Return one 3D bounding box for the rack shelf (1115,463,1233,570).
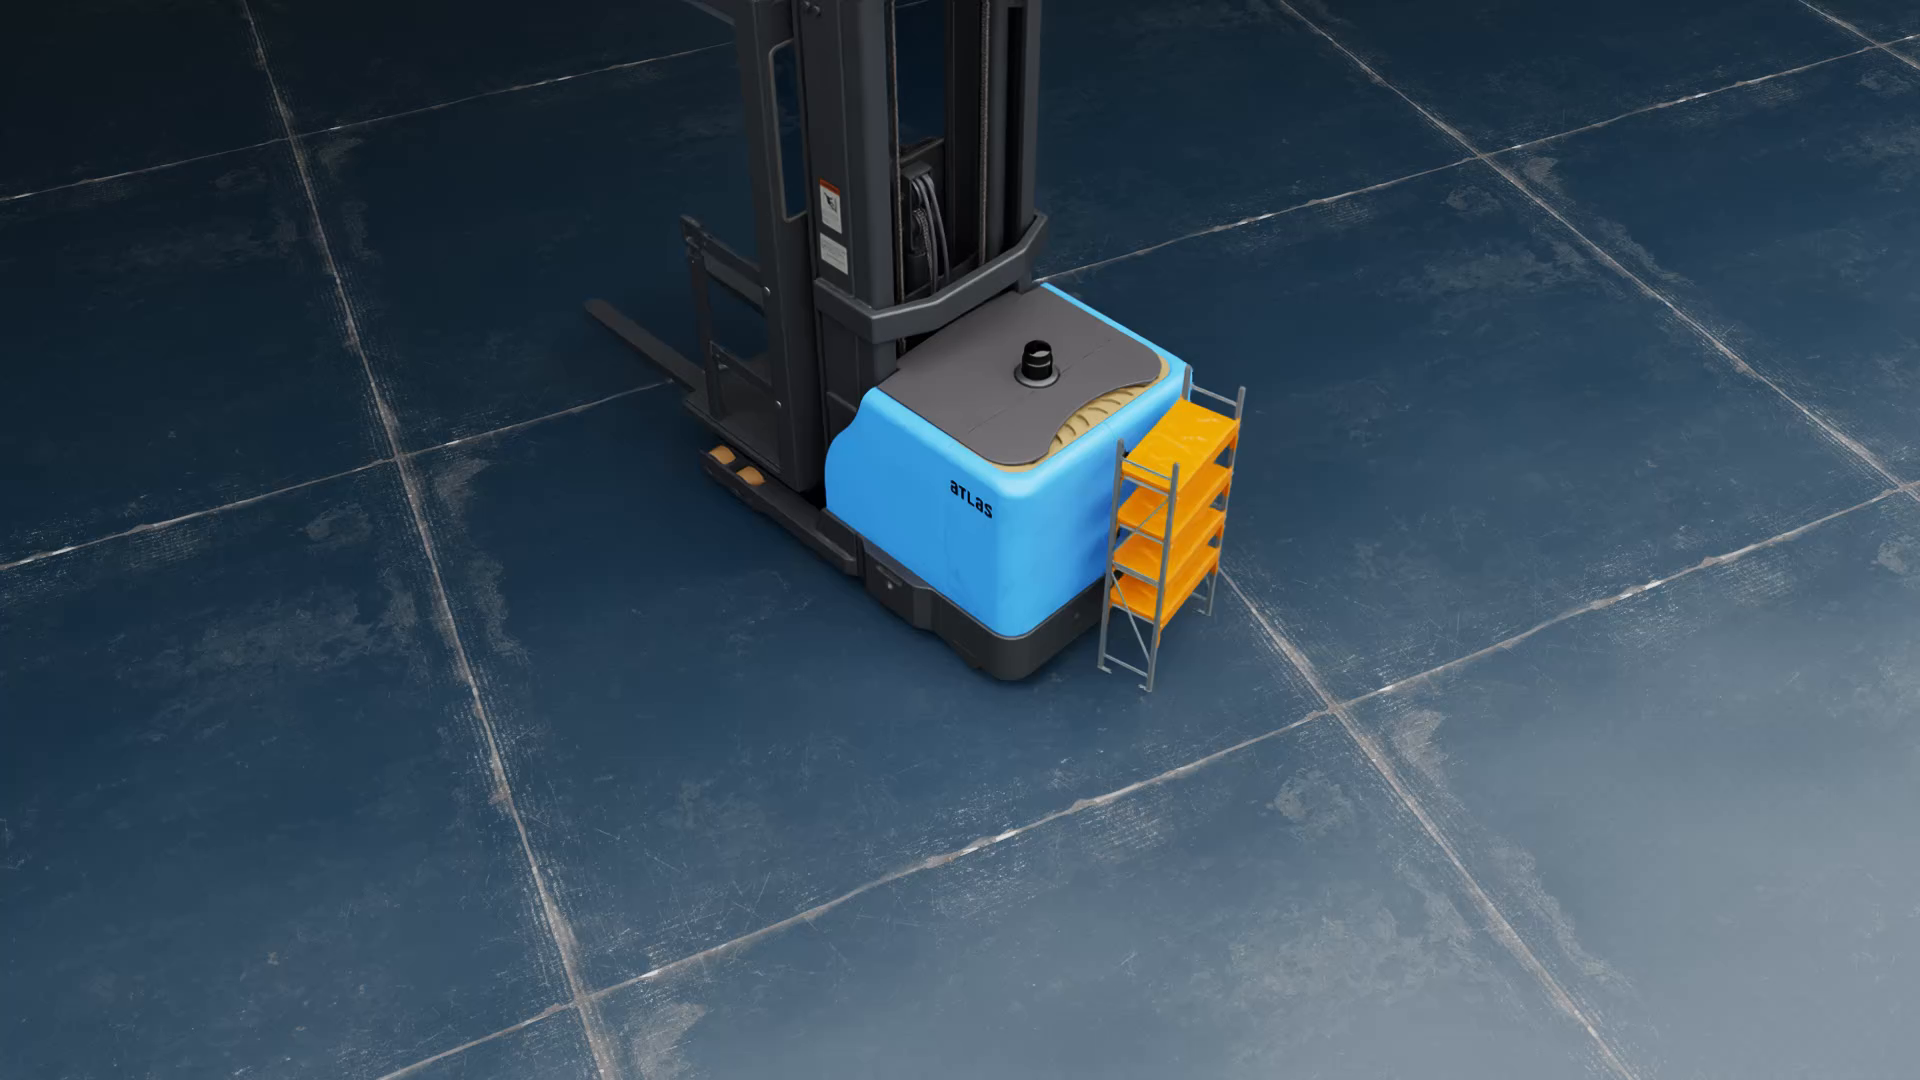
[{"bbox_3d":[0.785,-0.131,6.175,0.258,0.148,0.480,25,50,23],"label":"rack shelf"}]

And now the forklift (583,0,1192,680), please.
[{"bbox_3d":[-0.502,-1.428,6.479,1.130,2.935,3.031,-35,54,-30],"label":"forklift"}]

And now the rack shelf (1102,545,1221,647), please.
[{"bbox_3d":[0.785,0.170,6.471,0.258,0.148,0.480,25,50,23],"label":"rack shelf"}]

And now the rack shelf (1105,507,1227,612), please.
[{"bbox_3d":[0.785,0.028,6.332,0.258,0.148,0.480,25,50,23],"label":"rack shelf"}]

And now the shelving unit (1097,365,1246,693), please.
[{"bbox_3d":[0.785,-0.020,6.284,0.258,1.200,0.503,25,50,23],"label":"shelving unit"}]

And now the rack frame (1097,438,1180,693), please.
[{"bbox_3d":[0.649,0.122,6.140,0.240,1.200,0.015,25,50,23],"label":"rack frame"}]

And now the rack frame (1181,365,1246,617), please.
[{"bbox_3d":[0.922,-0.162,6.428,0.240,1.200,0.015,25,50,23],"label":"rack frame"}]

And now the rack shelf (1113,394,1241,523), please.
[{"bbox_3d":[0.785,-0.299,6.008,0.258,0.148,0.480,25,50,23],"label":"rack shelf"}]
